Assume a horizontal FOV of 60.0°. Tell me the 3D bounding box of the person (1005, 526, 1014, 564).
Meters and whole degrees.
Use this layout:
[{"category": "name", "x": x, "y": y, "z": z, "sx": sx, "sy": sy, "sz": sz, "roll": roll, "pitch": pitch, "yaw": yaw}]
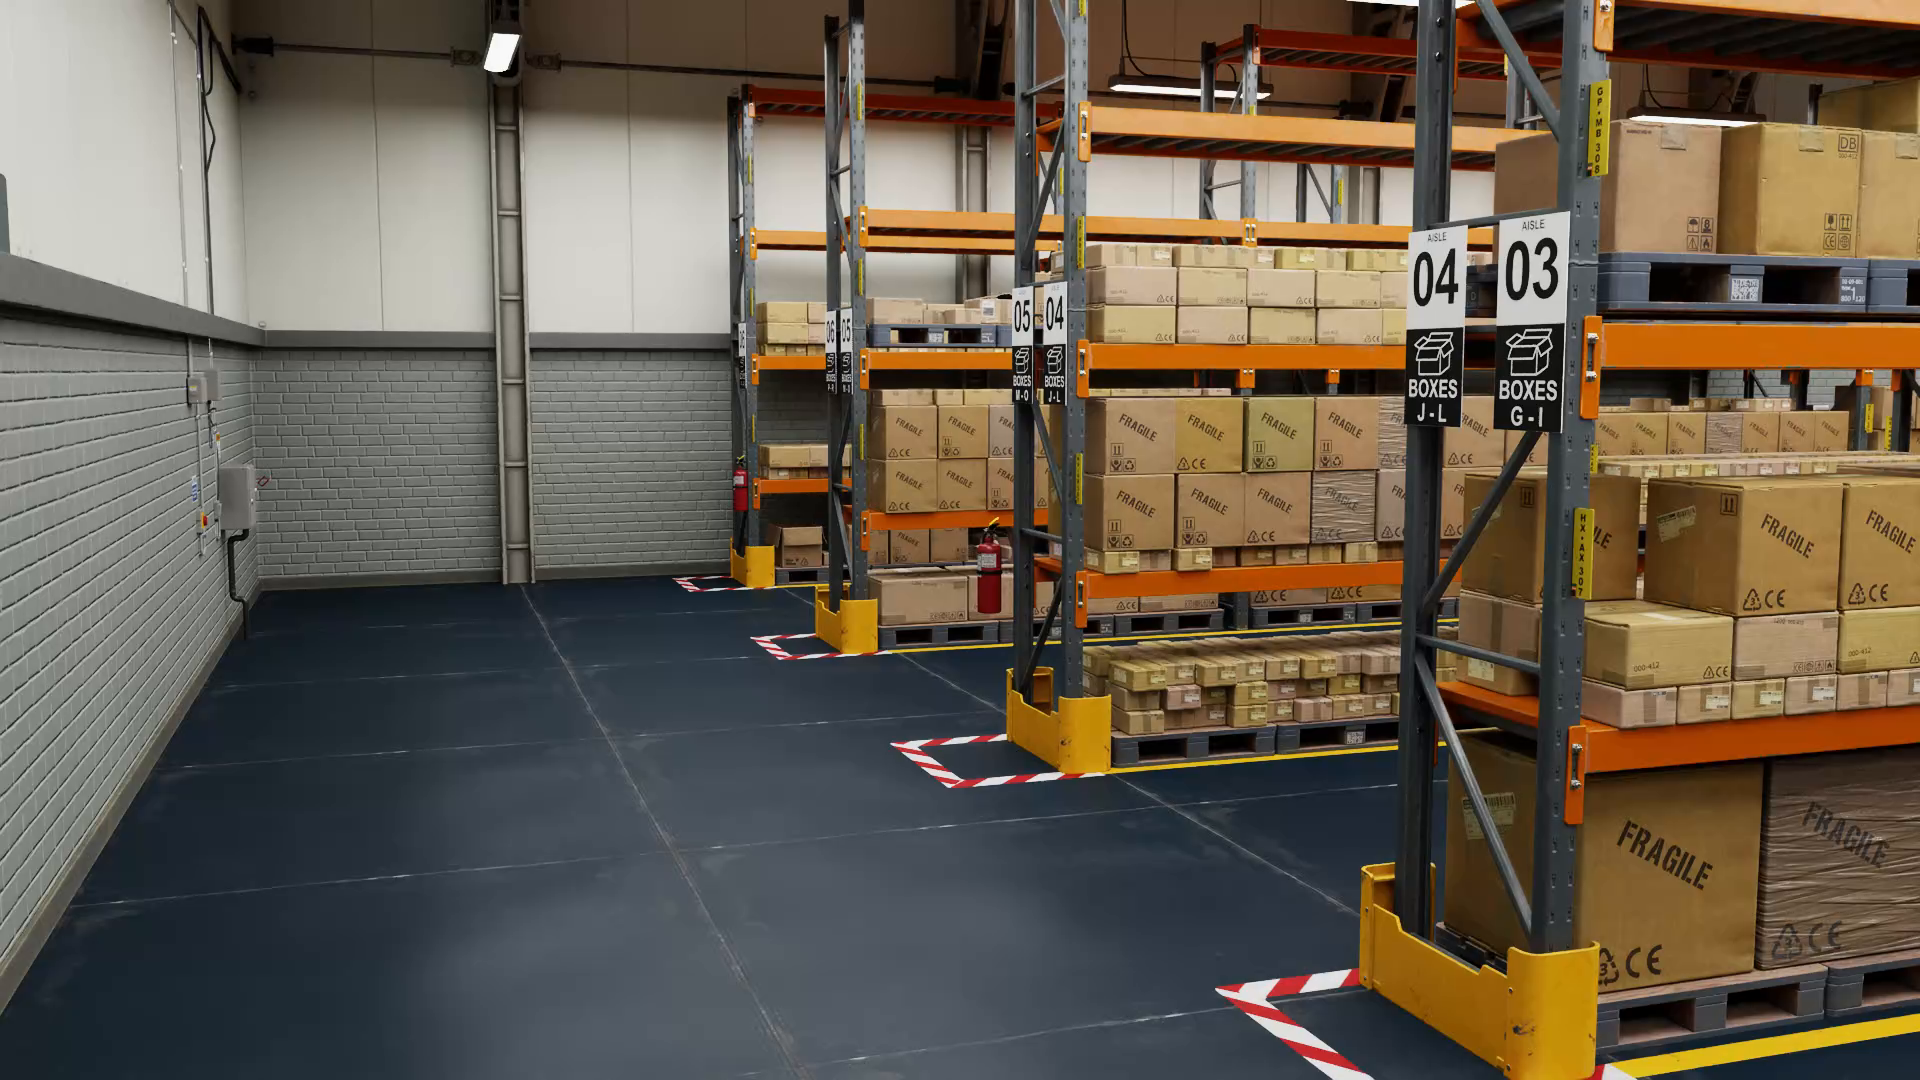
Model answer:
[{"category": "person", "x": 0.707, "y": -0.183, "z": 19.461, "sx": 0.365, "sy": 1.671, "sz": 0.518, "roll": -2, "pitch": 6, "yaw": -22}]
